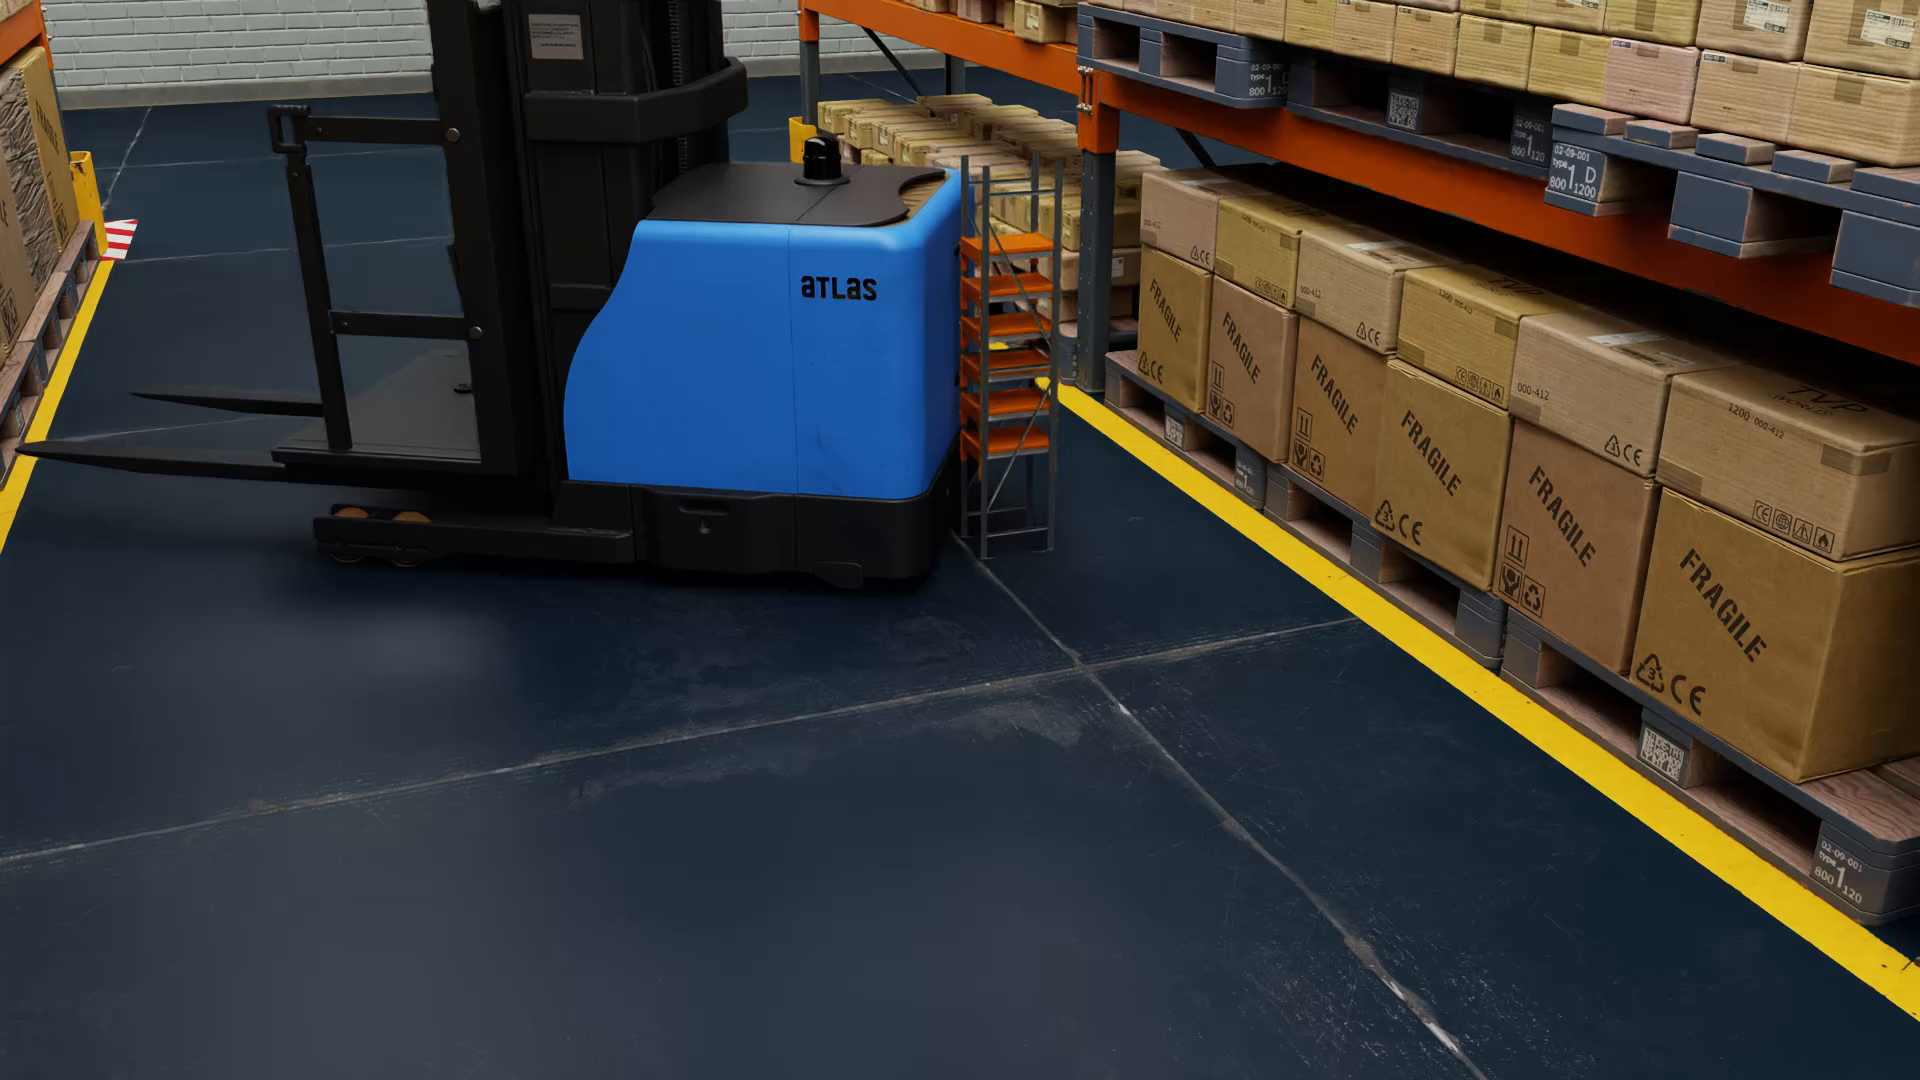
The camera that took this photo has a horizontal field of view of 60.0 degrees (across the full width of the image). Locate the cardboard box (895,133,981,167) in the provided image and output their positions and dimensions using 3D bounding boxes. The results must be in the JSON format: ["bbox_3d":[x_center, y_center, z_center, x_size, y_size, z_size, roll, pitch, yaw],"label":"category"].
[{"bbox_3d":[-0.108,-1.942,8.359,0.380,0.149,0.250,-8,24,-18],"label":"cardboard box"}]

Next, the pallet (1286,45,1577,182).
[{"bbox_3d":[1.630,-1.219,4.526,1.003,0.211,1.213,-8,24,-19],"label":"pallet"}]

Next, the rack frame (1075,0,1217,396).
[{"bbox_3d":[0.954,-2.047,6.244,1.000,3.000,0.127,-8,24,-19],"label":"rack frame"}]

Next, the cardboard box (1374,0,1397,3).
[{"bbox_3d":[1.217,-1.487,4.317,0.380,0.149,0.250,-9,24,-20],"label":"cardboard box"}]

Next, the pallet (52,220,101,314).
[{"bbox_3d":[-4.779,-1.292,8.043,1.003,0.211,1.213,-8,24,-19],"label":"pallet"}]

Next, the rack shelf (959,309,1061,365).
[{"bbox_3d":[0.147,-0.606,4.949,0.258,0.103,0.180,-8,24,-17],"label":"rack shelf"}]

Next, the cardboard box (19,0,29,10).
[{"bbox_3d":[-4.608,-2.562,7.791,0.380,0.149,0.250,-8,24,-18],"label":"cardboard box"}]

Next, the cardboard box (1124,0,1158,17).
[{"bbox_3d":[0.766,-1.818,5.485,0.380,0.149,0.250,-8,24,-18],"label":"cardboard box"}]

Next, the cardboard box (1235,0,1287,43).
[{"bbox_3d":[1.029,-1.543,4.832,0.380,0.149,0.250,-9,25,-21],"label":"cardboard box"}]

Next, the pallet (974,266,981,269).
[{"bbox_3d":[0.249,-1.445,8.407,1.003,0.211,1.213,-8,24,-19],"label":"pallet"}]

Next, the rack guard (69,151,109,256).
[{"bbox_3d":[-5.143,-1.713,8.671,1.175,0.500,0.348,-8,24,-19],"label":"rack guard"}]

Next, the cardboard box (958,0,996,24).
[{"bbox_3d":[0.211,-2.378,7.354,0.380,0.149,0.250,-9,25,-21],"label":"cardboard box"}]

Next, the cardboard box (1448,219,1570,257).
[{"bbox_3d":[1.823,-0.819,5.044,0.500,0.250,0.500,-9,25,-21],"label":"cardboard box"}]

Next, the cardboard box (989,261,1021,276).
[{"bbox_3d":[0.330,-1.215,7.402,0.380,0.149,0.250,-9,25,-21],"label":"cardboard box"}]

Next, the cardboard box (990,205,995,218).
[{"bbox_3d":[0.330,-1.431,7.529,0.380,0.149,0.250,-8,24,-19],"label":"cardboard box"}]

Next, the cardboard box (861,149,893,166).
[{"bbox_3d":[-0.312,-1.999,8.879,0.380,0.149,0.250,-8,24,-17],"label":"cardboard box"}]

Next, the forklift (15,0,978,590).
[{"bbox_3d":[-1.506,-1.465,4.951,3.031,2.935,1.130,4,23,9],"label":"forklift"}]

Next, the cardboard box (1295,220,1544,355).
[{"bbox_3d":[1.334,-0.750,4.880,0.500,0.250,0.500,-7,24,-17],"label":"cardboard box"}]

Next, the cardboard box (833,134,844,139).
[{"bbox_3d":[-0.514,-2.292,9.572,0.380,0.149,0.250,-7,24,-17],"label":"cardboard box"}]

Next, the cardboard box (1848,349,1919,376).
[{"bbox_3d":[2.350,-0.264,3.728,0.500,0.250,0.500,-9,25,-21],"label":"cardboard box"}]

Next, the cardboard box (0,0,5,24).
[{"bbox_3d":[-4.339,-2.286,7.134,0.380,0.149,0.250,-9,24,-20],"label":"cardboard box"}]

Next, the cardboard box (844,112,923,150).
[{"bbox_3d":[-0.413,-2.224,9.030,0.380,0.149,0.250,-8,24,-19],"label":"cardboard box"}]

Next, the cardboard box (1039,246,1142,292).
[{"bbox_3d":[0.545,-1.135,6.827,0.380,0.149,0.250,-8,24,-18],"label":"cardboard box"}]

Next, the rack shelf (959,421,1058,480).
[{"bbox_3d":[0.147,-0.274,5.088,0.258,0.103,0.180,-8,24,-17],"label":"rack shelf"}]

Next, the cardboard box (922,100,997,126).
[{"bbox_3d":[0.000,-2.397,9.440,0.380,0.149,0.250,-8,24,-18],"label":"cardboard box"}]

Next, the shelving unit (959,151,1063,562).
[{"bbox_3d":[0.147,-0.536,4.978,0.258,1.200,0.189,-8,24,-17],"label":"shelving unit"}]

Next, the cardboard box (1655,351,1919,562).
[{"bbox_3d":[1.880,-0.193,3.559,0.500,0.250,0.500,-9,24,-20],"label":"cardboard box"}]

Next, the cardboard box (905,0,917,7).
[{"bbox_3d":[-0.052,-2.662,8.027,0.380,0.149,0.250,-7,24,-17],"label":"cardboard box"}]

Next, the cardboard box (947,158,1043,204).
[{"bbox_3d":[0.162,-1.662,7.695,0.380,0.149,0.250,-10,25,-22],"label":"cardboard box"}]

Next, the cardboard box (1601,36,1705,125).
[{"bbox_3d":[1.586,-0.971,3.475,0.380,0.149,0.250,-8,24,-18],"label":"cardboard box"}]

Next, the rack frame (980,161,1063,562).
[{"bbox_3d":[0.177,-0.503,4.898,0.240,1.200,0.006,-8,24,-17],"label":"rack frame"}]

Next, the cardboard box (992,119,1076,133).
[{"bbox_3d":[0.390,-2.128,8.801,0.380,0.149,0.250,-7,24,-17],"label":"cardboard box"}]

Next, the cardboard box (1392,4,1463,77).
[{"bbox_3d":[1.315,-1.254,4.146,0.380,0.149,0.250,-8,24,-17],"label":"cardboard box"}]

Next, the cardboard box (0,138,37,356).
[{"bbox_3d":[-4.198,-1.195,6.419,0.875,0.875,0.875,-8,24,-19],"label":"cardboard box"}]

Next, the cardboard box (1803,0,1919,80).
[{"bbox_3d":[1.767,-0.925,2.983,0.380,0.149,0.250,-8,24,-18],"label":"cardboard box"}]

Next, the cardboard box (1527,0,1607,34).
[{"bbox_3d":[1.487,-1.208,3.655,0.380,0.149,0.250,-8,24,-19],"label":"cardboard box"}]

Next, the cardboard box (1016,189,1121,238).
[{"bbox_3d":[0.457,-1.382,7.030,0.380,0.149,0.250,-8,24,-18],"label":"cardboard box"}]

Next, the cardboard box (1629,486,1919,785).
[{"bbox_3d":[1.890,0.162,3.682,0.500,0.500,0.500,-8,24,-19],"label":"cardboard box"}]

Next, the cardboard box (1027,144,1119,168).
[{"bbox_3d":[0.548,-1.831,8.095,0.380,0.149,0.250,-9,25,-21],"label":"cardboard box"}]

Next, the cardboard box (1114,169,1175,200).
[{"bbox_3d":[0.849,-1.548,7.424,0.380,0.149,0.250,-9,24,-20],"label":"cardboard box"}]

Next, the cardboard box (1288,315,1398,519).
[{"bbox_3d":[1.353,-0.403,5.022,0.500,0.500,0.500,-8,24,-18],"label":"cardboard box"}]

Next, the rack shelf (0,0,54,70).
[{"bbox_3d":[-4.428,-1.798,6.581,1.077,0.370,4.000,-8,24,-19],"label":"rack shelf"}]

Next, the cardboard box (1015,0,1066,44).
[{"bbox_3d":[0.441,-2.081,6.650,0.380,0.149,0.250,-9,24,-20],"label":"cardboard box"}]

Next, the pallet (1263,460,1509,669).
[{"bbox_3d":[1.665,-0.035,5.062,1.003,0.211,1.213,-8,24,-19],"label":"pallet"}]
